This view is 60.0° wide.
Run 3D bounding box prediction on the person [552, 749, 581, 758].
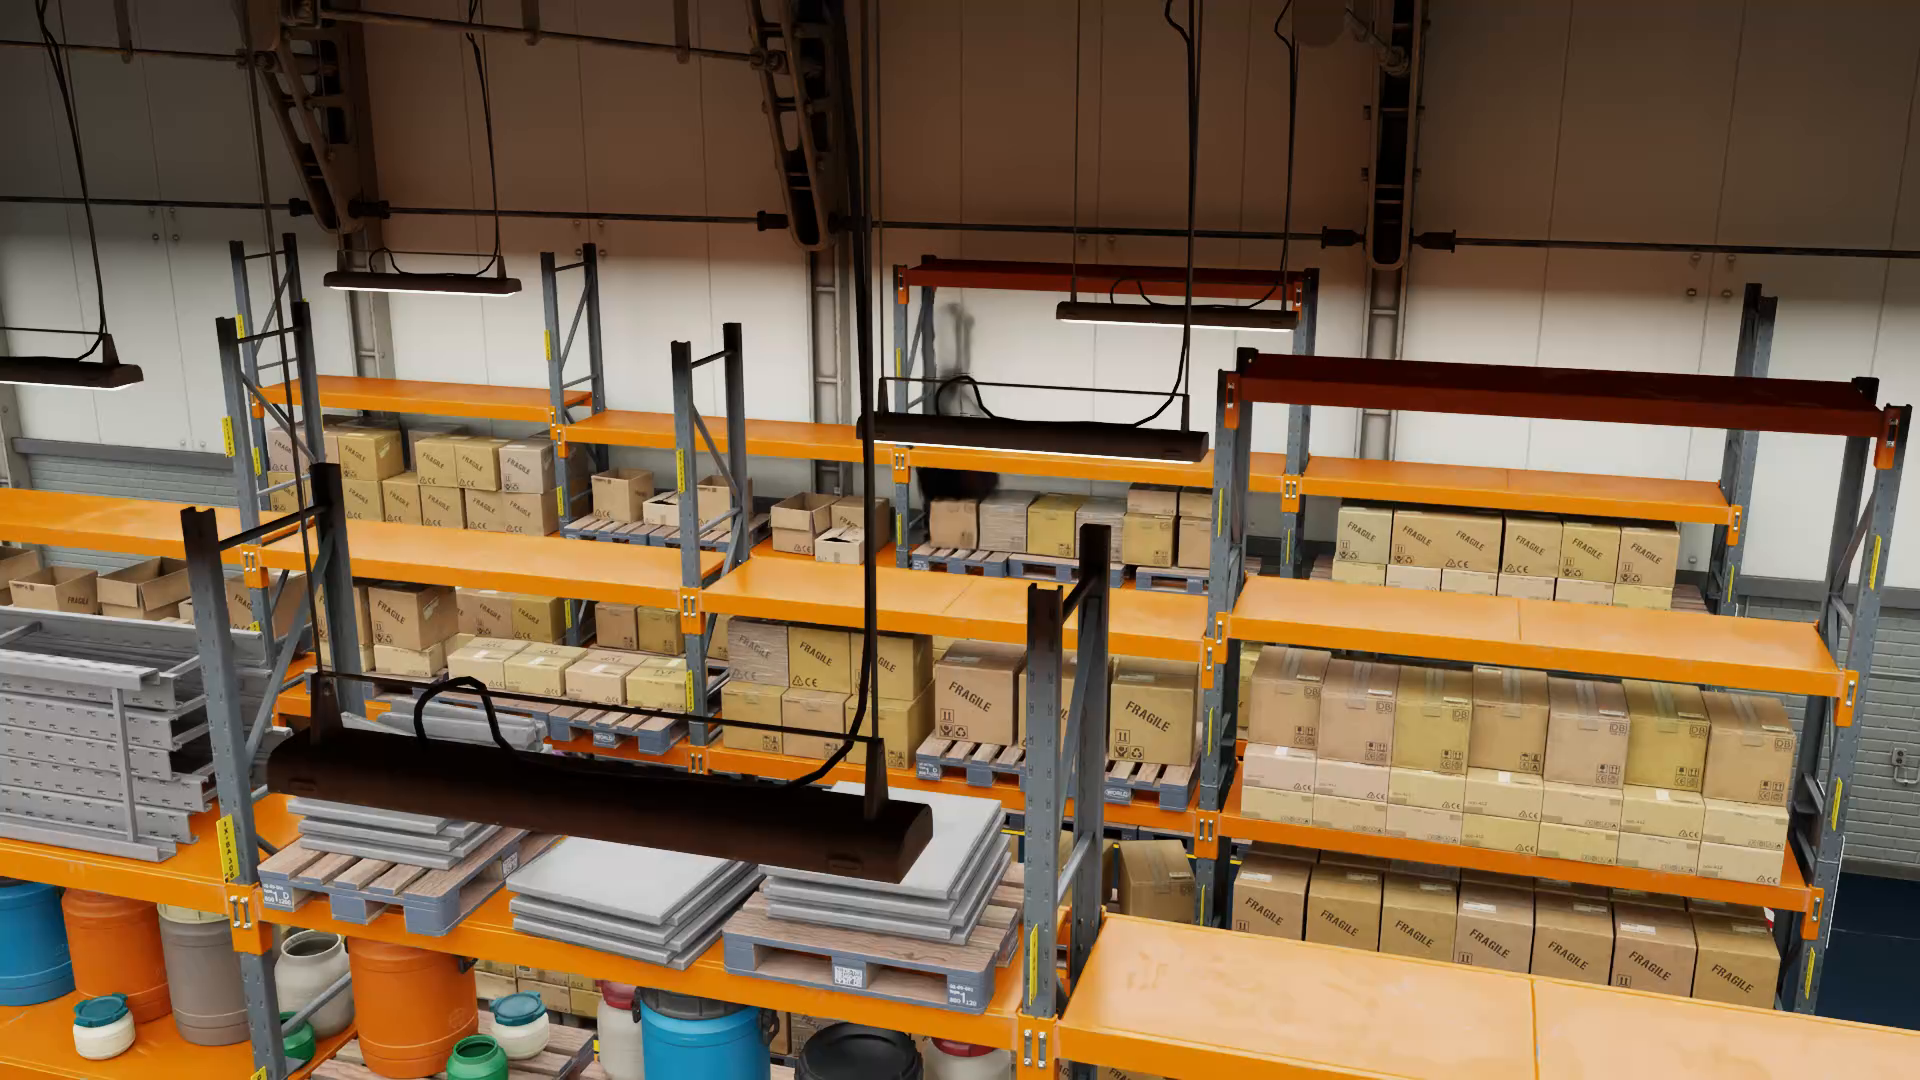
[{"bbox_3d":[-3.968,2.659,16.887,0.867,1.435,0.570,0,16,-1],"label":"person"}]
